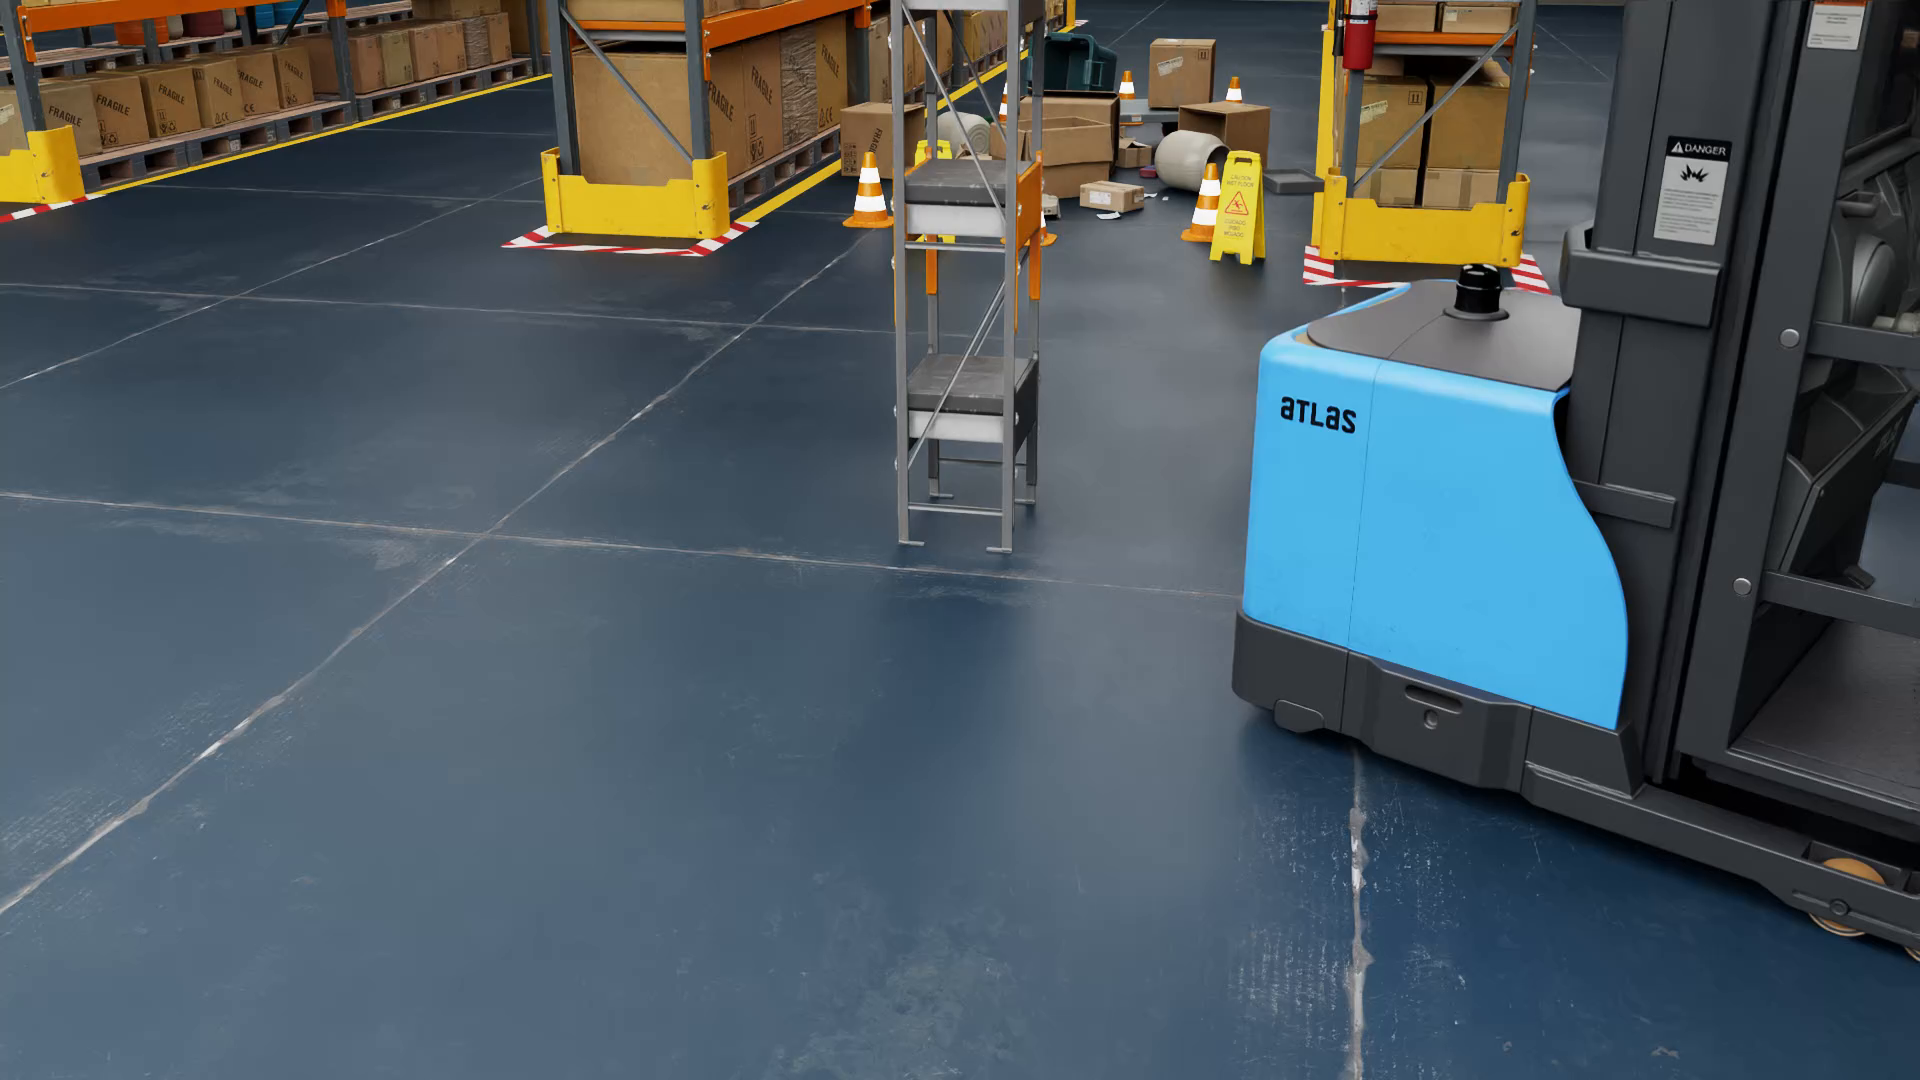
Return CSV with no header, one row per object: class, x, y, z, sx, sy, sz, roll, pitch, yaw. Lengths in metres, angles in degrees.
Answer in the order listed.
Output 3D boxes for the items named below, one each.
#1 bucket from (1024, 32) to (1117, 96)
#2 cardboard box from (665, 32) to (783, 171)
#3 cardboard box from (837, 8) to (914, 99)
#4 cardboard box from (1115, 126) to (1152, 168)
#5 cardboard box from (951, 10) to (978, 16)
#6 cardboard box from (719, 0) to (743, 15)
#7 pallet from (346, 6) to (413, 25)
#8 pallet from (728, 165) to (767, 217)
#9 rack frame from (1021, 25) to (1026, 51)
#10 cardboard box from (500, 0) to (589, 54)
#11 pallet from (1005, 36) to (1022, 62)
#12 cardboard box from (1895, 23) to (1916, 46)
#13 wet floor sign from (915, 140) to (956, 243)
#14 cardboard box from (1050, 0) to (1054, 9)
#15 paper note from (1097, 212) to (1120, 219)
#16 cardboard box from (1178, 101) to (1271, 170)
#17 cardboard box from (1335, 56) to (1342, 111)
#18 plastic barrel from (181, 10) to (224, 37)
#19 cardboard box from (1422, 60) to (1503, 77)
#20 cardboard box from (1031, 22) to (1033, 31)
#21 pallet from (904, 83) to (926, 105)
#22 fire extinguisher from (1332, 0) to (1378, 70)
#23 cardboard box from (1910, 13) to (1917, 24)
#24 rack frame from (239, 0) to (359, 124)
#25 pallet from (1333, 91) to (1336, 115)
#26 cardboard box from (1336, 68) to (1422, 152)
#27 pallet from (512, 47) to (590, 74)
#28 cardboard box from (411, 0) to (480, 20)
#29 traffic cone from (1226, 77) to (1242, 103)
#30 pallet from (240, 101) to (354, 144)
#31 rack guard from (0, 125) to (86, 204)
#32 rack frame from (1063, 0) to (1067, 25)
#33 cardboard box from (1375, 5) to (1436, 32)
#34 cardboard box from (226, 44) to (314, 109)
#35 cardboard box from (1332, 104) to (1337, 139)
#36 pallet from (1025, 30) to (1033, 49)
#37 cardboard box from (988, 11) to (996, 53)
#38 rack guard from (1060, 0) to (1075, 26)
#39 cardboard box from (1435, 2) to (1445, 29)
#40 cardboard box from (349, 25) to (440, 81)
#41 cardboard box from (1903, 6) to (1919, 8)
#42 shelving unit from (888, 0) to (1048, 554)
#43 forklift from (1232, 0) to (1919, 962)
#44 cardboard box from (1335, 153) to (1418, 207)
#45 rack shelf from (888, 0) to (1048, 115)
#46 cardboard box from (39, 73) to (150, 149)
bucket,0.950,-3.850,13.746,0.726,0.611,0.620,13,15,29
cardboard box,-1.844,-3.211,12.092,0.875,0.875,0.875,4,22,10
cardboard box,-1.040,-4.627,15.776,1.050,0.750,0.750,4,22,11
cardboard box,1.320,-3.146,13.310,0.258,0.266,0.396,-11,25,-26
cardboard box,-0.085,-5.969,18.440,0.500,0.250,0.500,3,22,8
cardboard box,-1.973,-3.838,11.167,0.875,0.550,0.550,4,22,11
pallet,-8.971,-8.034,25.518,1.003,0.211,1.213,4,22,11
pallet,-2.009,-2.431,11.608,1.003,0.211,1.213,4,22,11
rack frame,0.353,-7.815,21.243,1.000,3.000,0.127,4,22,11
cardboard box,-5.137,-6.227,19.583,1.225,0.875,0.875,3,22,8
pallet,0.196,-6.237,21.057,1.003,0.211,1.213,4,22,11
cardboard box,9.123,-4.501,15.631,0.875,0.625,0.625,5,23,13
wet floor sign,-0.163,-2.173,10.385,0.267,0.644,0.232,1,22,2
cardboard box,1.144,-7.693,23.796,0.380,0.149,0.250,5,22,12
paper note,1.016,-2.206,11.291,0.148,0.019,0.142,-3,22,-8
cardboard box,2.037,-3.102,12.884,0.500,0.500,0.500,-16,27,-35
cardboard box,3.203,-3.621,12.944,0.500,0.500,0.500,6,23,13
plastic barrel,-9.833,-6.814,21.424,0.600,0.588,0.708,4,22,11
cardboard box,3.424,-3.010,11.427,0.500,0.500,0.500,5,22,12
cardboard box,0.797,-6.893,22.209,0.380,0.149,0.250,5,22,13
pallet,-0.949,-4.331,16.325,1.003,0.211,1.213,4,22,11
fire extinguisher,2.297,-3.043,9.499,0.296,0.674,0.183,4,22,11
cardboard box,9.675,-5.138,16.511,0.380,0.149,0.250,6,23,14
rack frame,-6.114,-5.304,15.009,1.000,3.000,0.127,4,22,11
pallet,3.992,-3.988,15.473,1.003,0.211,1.213,4,22,11
cardboard box,2.783,-2.857,11.047,0.500,0.500,0.500,5,23,13
pallet,-5.063,-5.756,19.864,1.003,0.211,1.213,4,22,11
cardboard box,-5.503,-5.718,17.788,0.500,0.250,0.500,7,23,17
traffic cone,2.470,-3.932,14.998,0.336,0.463,0.334,4,22,11
pallet,-6.216,-3.763,14.913,1.003,0.211,1.213,4,22,11
rack guard,-6.915,-2.710,11.913,1.175,0.500,0.348,4,22,11
rack frame,1.170,-9.278,24.875,1.000,3.000,0.127,4,22,11
cardboard box,2.638,-3.123,9.928,0.380,0.149,0.250,5,23,13
cardboard box,-6.235,-4.196,15.042,0.500,0.500,0.500,4,22,9
cardboard box,3.203,-3.273,13.084,0.500,0.250,0.500,3,22,8
pallet,0.456,-6.770,22.381,1.003,0.211,1.213,4,22,11
cardboard box,0.131,-5.999,19.517,0.500,0.500,0.500,4,22,10
rack guard,1.154,-8.091,25.273,1.175,0.500,0.348,4,22,11
cardboard box,3.081,-3.171,10.049,0.380,0.149,0.250,5,22,12
cardboard box,-5.738,-4.949,16.885,0.700,0.500,0.500,3,22,6
cardboard box,9.880,-5.522,17.464,0.380,0.149,0.250,4,22,10
shelving unit,0.034,-1.035,5.612,0.431,2.100,0.503,4,22,11
forklift,2.213,-0.661,3.572,3.031,2.935,1.130,17,28,36
cardboard box,2.678,-2.330,10.743,0.500,0.250,0.500,4,22,11
rack shelf,0.034,-1.671,5.355,0.431,0.518,0.480,4,22,11
cardboard box,-6.698,-3.325,12.878,0.500,0.500,0.500,11,24,25
